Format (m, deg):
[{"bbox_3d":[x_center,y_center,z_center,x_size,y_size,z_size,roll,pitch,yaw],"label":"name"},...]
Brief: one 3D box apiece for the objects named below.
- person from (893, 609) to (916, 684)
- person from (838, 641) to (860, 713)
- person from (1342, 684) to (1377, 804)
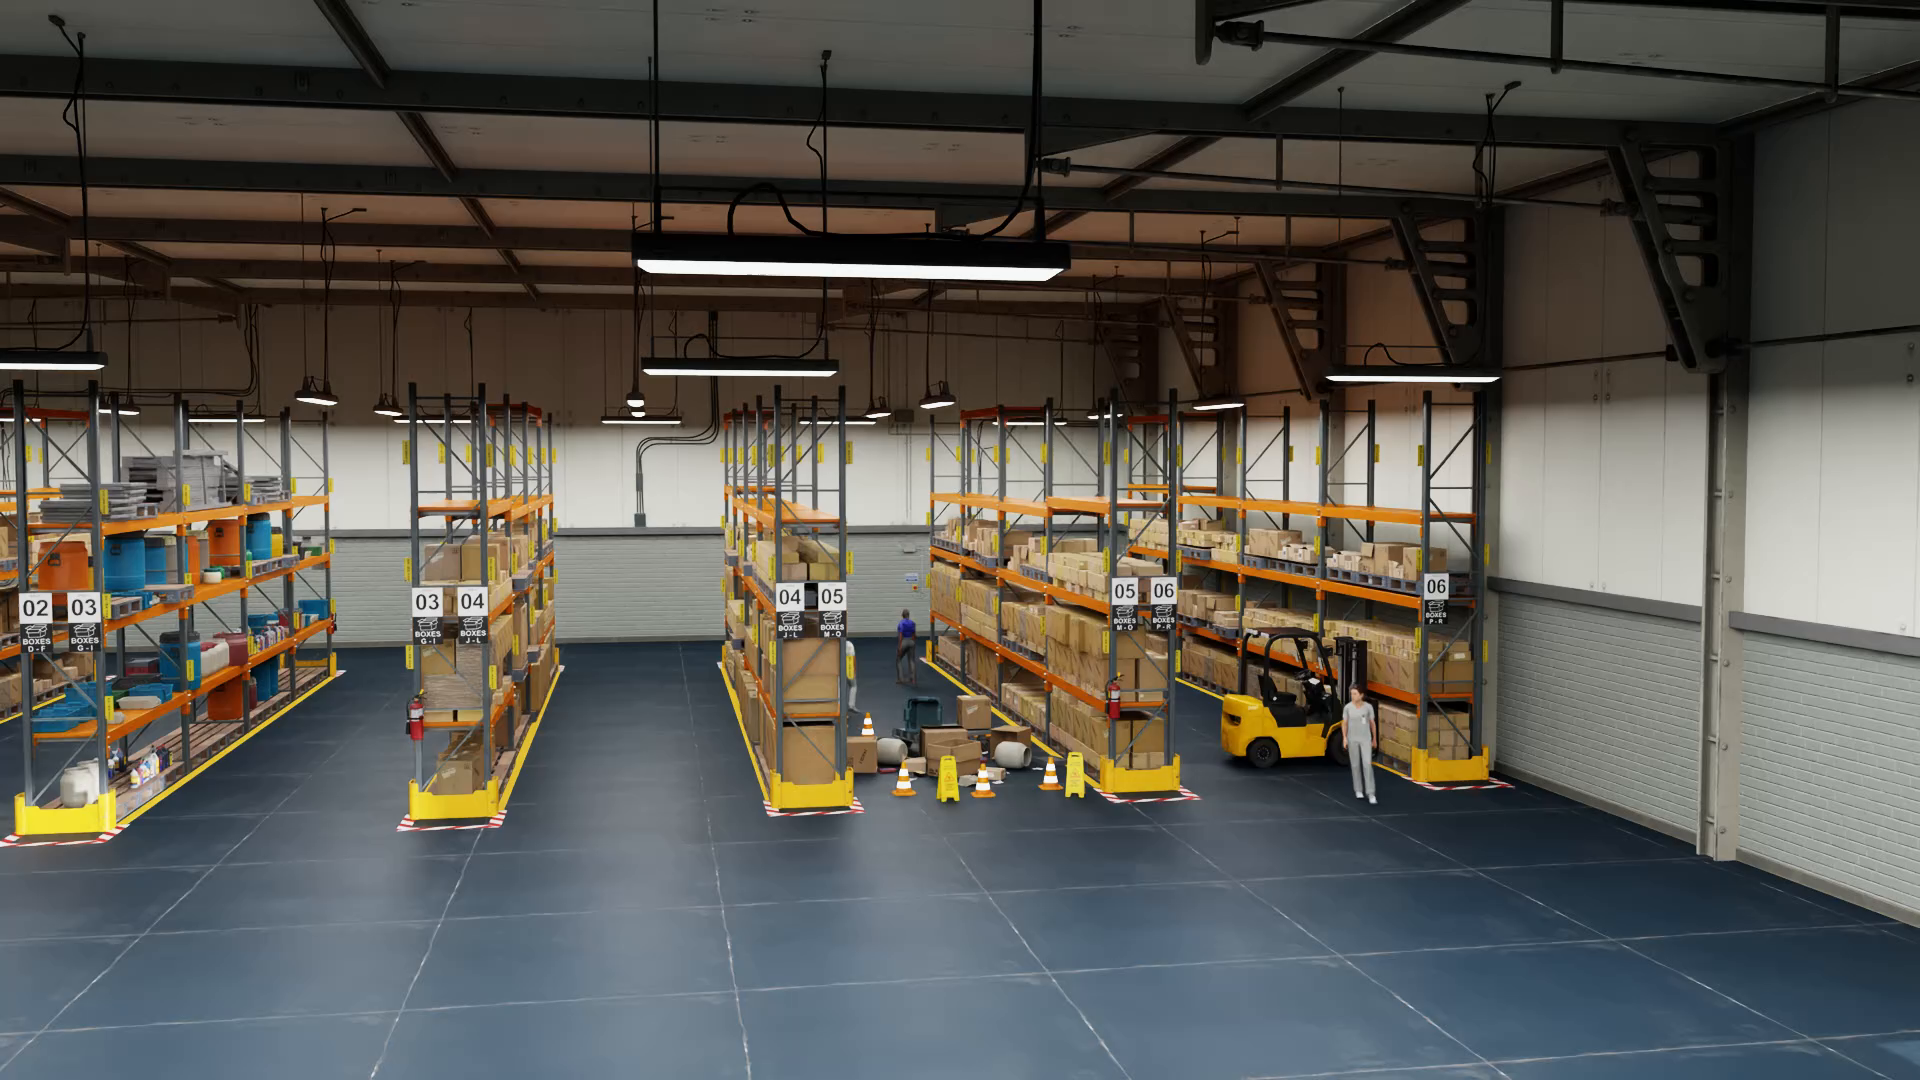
[{"bbox_3d":[-1.154,2.355,36.461,0.487,1.697,0.557,-2,4,-37],"label":"person"},{"bbox_3d":[-2.225,2.537,32.149,0.575,1.650,0.449,0,3,-2],"label":"person"},{"bbox_3d":[5.813,2.943,24.136,0.566,1.671,0.695,1,3,22],"label":"person"}]
